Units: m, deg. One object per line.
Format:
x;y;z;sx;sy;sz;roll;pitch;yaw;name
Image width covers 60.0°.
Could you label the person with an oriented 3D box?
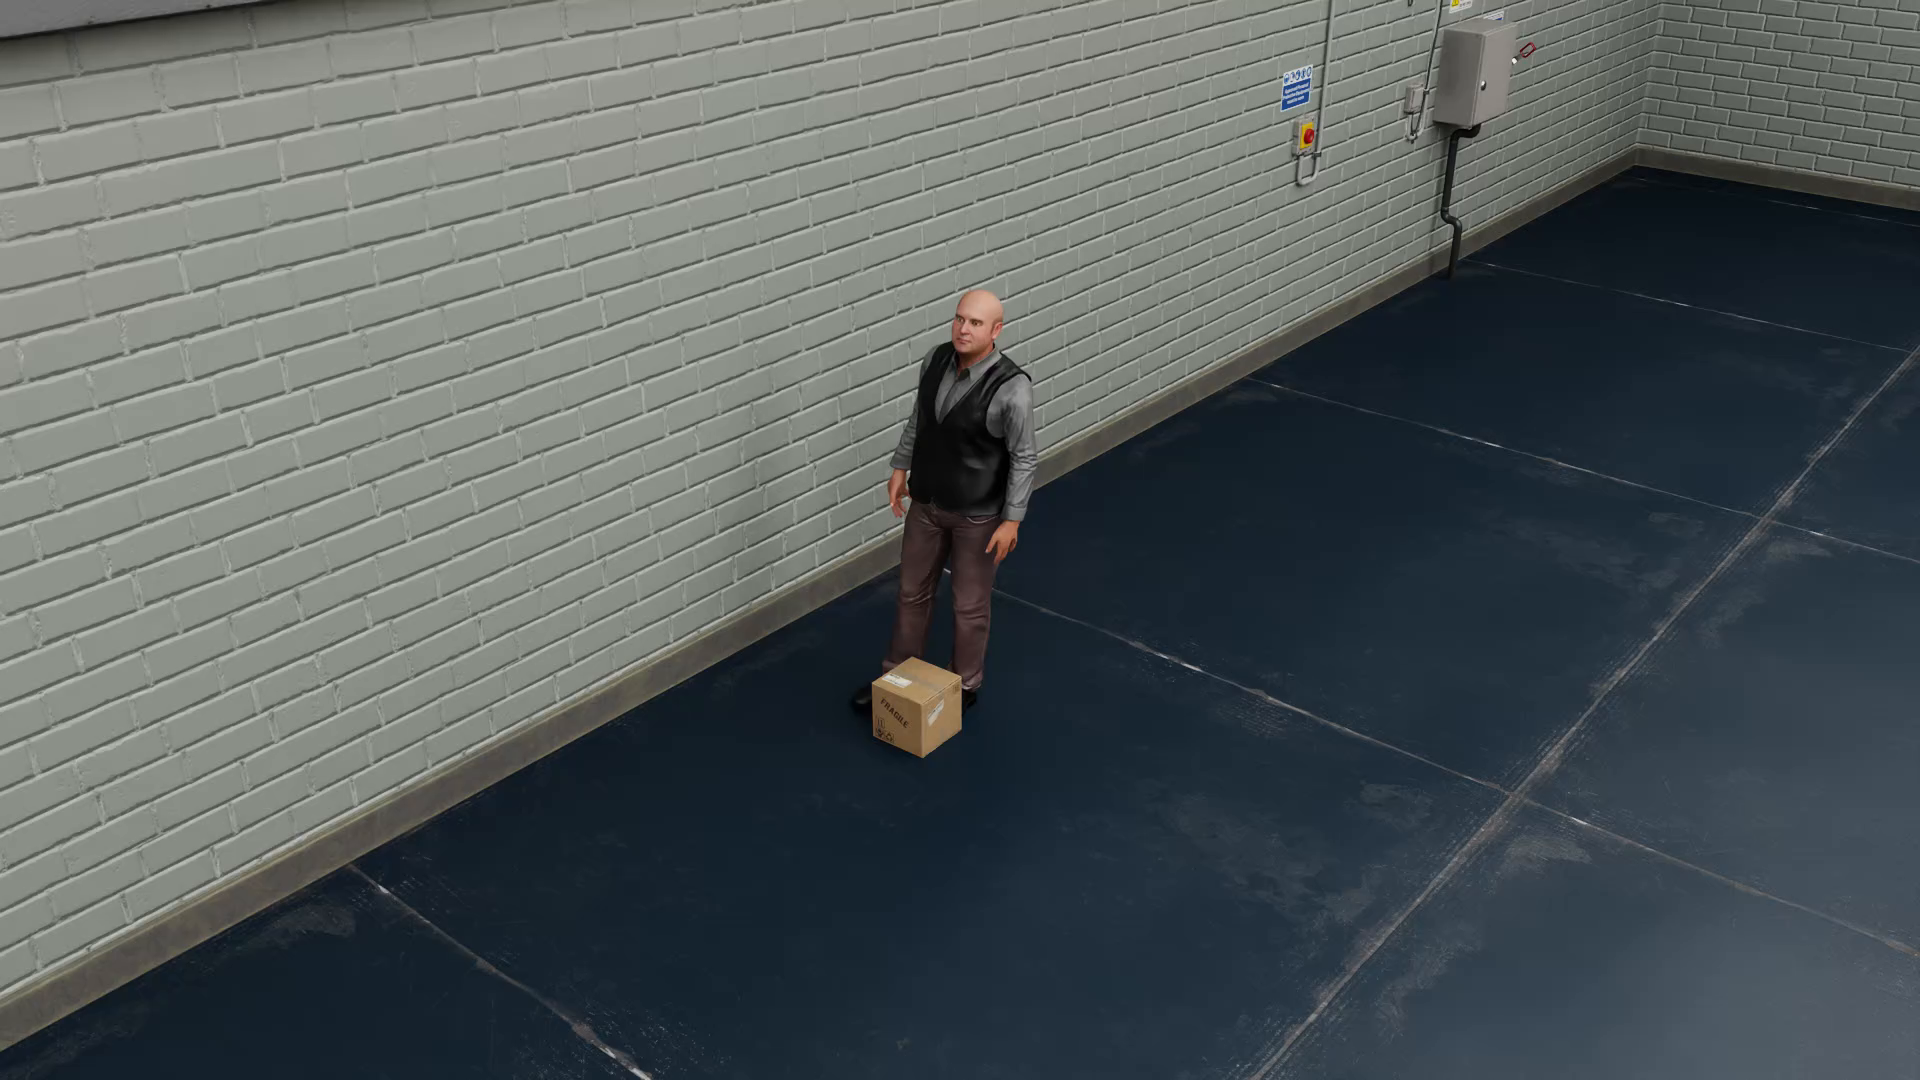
-0.047;-0.101;6.322;0.633;1.722;0.566;21;34;35;person
